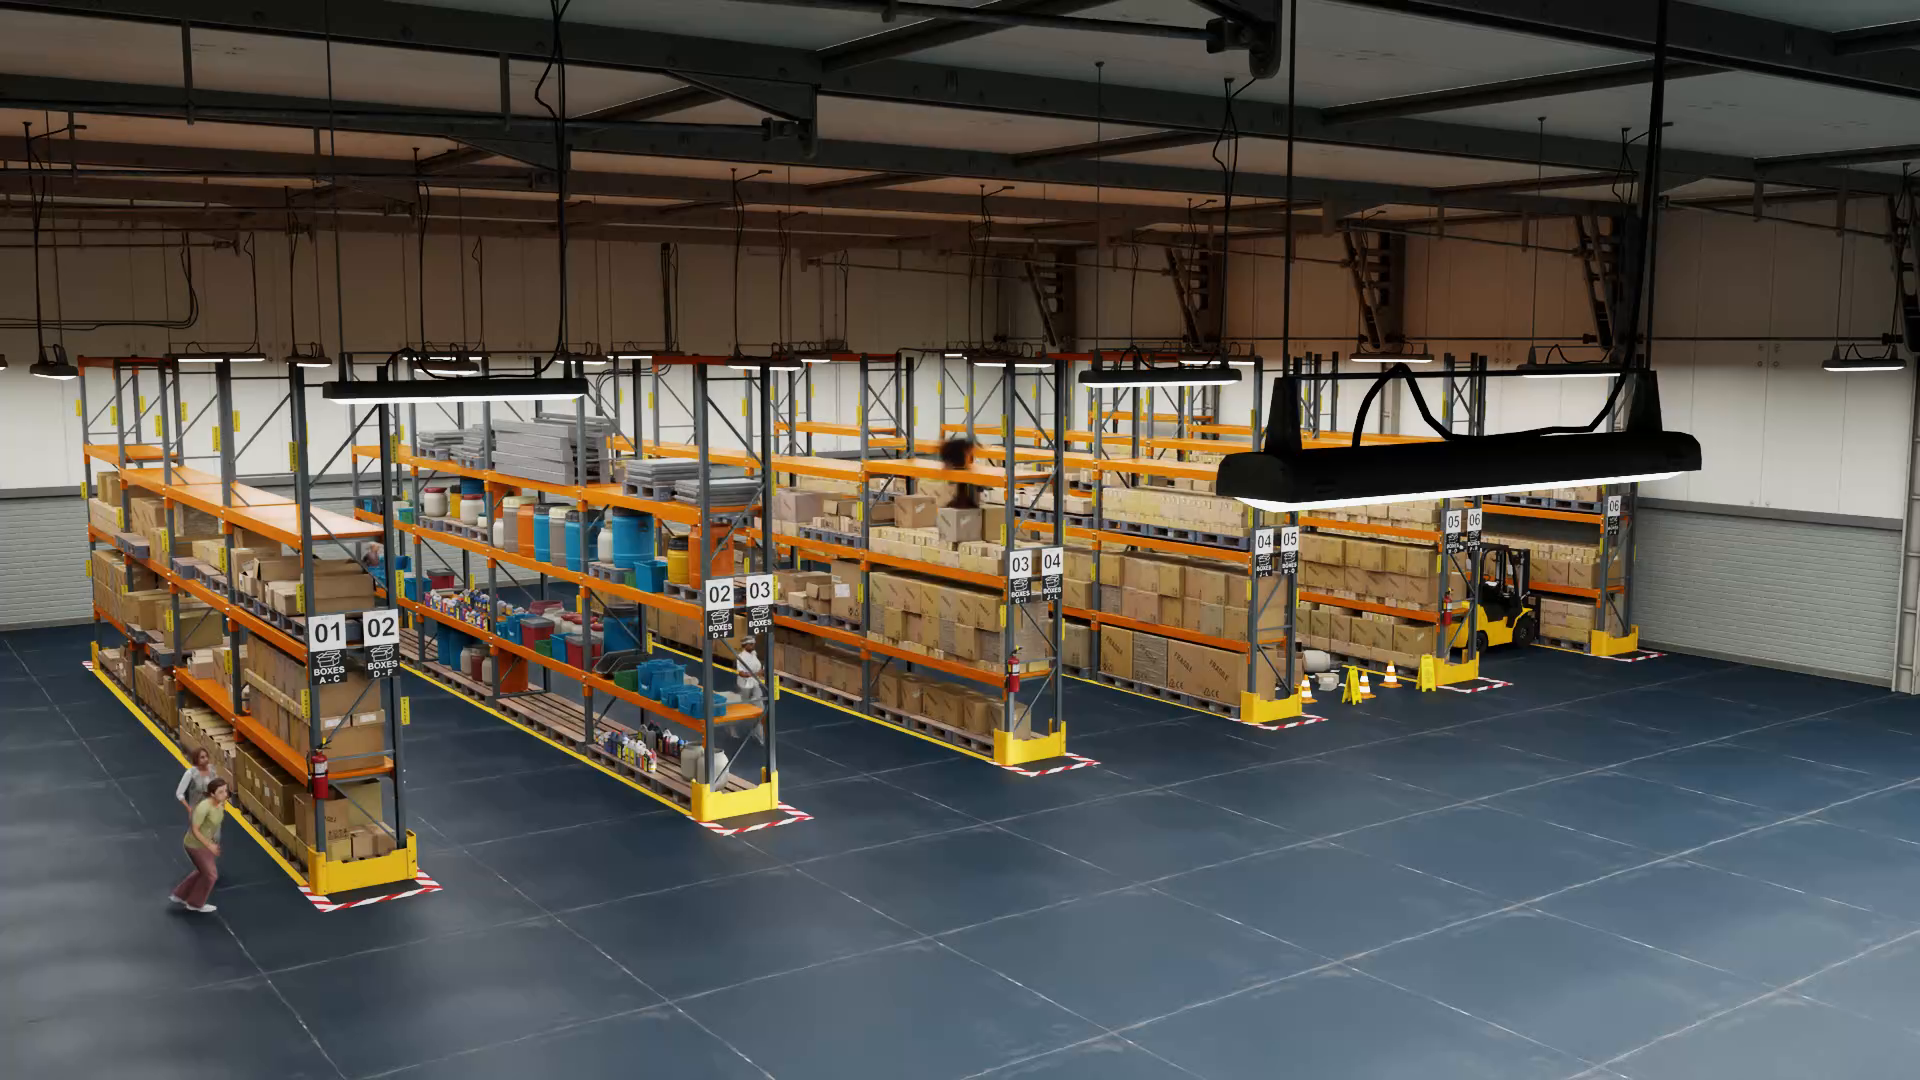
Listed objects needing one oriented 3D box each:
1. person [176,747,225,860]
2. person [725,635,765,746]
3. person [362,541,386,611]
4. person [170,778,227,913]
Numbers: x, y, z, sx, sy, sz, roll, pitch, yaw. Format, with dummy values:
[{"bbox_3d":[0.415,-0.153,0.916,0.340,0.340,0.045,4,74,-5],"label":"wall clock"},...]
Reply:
[{"bbox_3d":[-8.974,3.197,19.649,0.577,1.549,0.547,6,9,41],"label":"person"},{"bbox_3d":[-3.341,2.329,26.071,0.861,1.741,0.537,6,9,39],"label":"person"},{"bbox_3d":[-13.188,0.960,37.507,0.881,1.718,0.661,-2,7,-14],"label":"person"},{"bbox_3d":[-8.379,3.356,18.284,0.767,1.557,0.595,0,7,-4],"label":"person"}]
